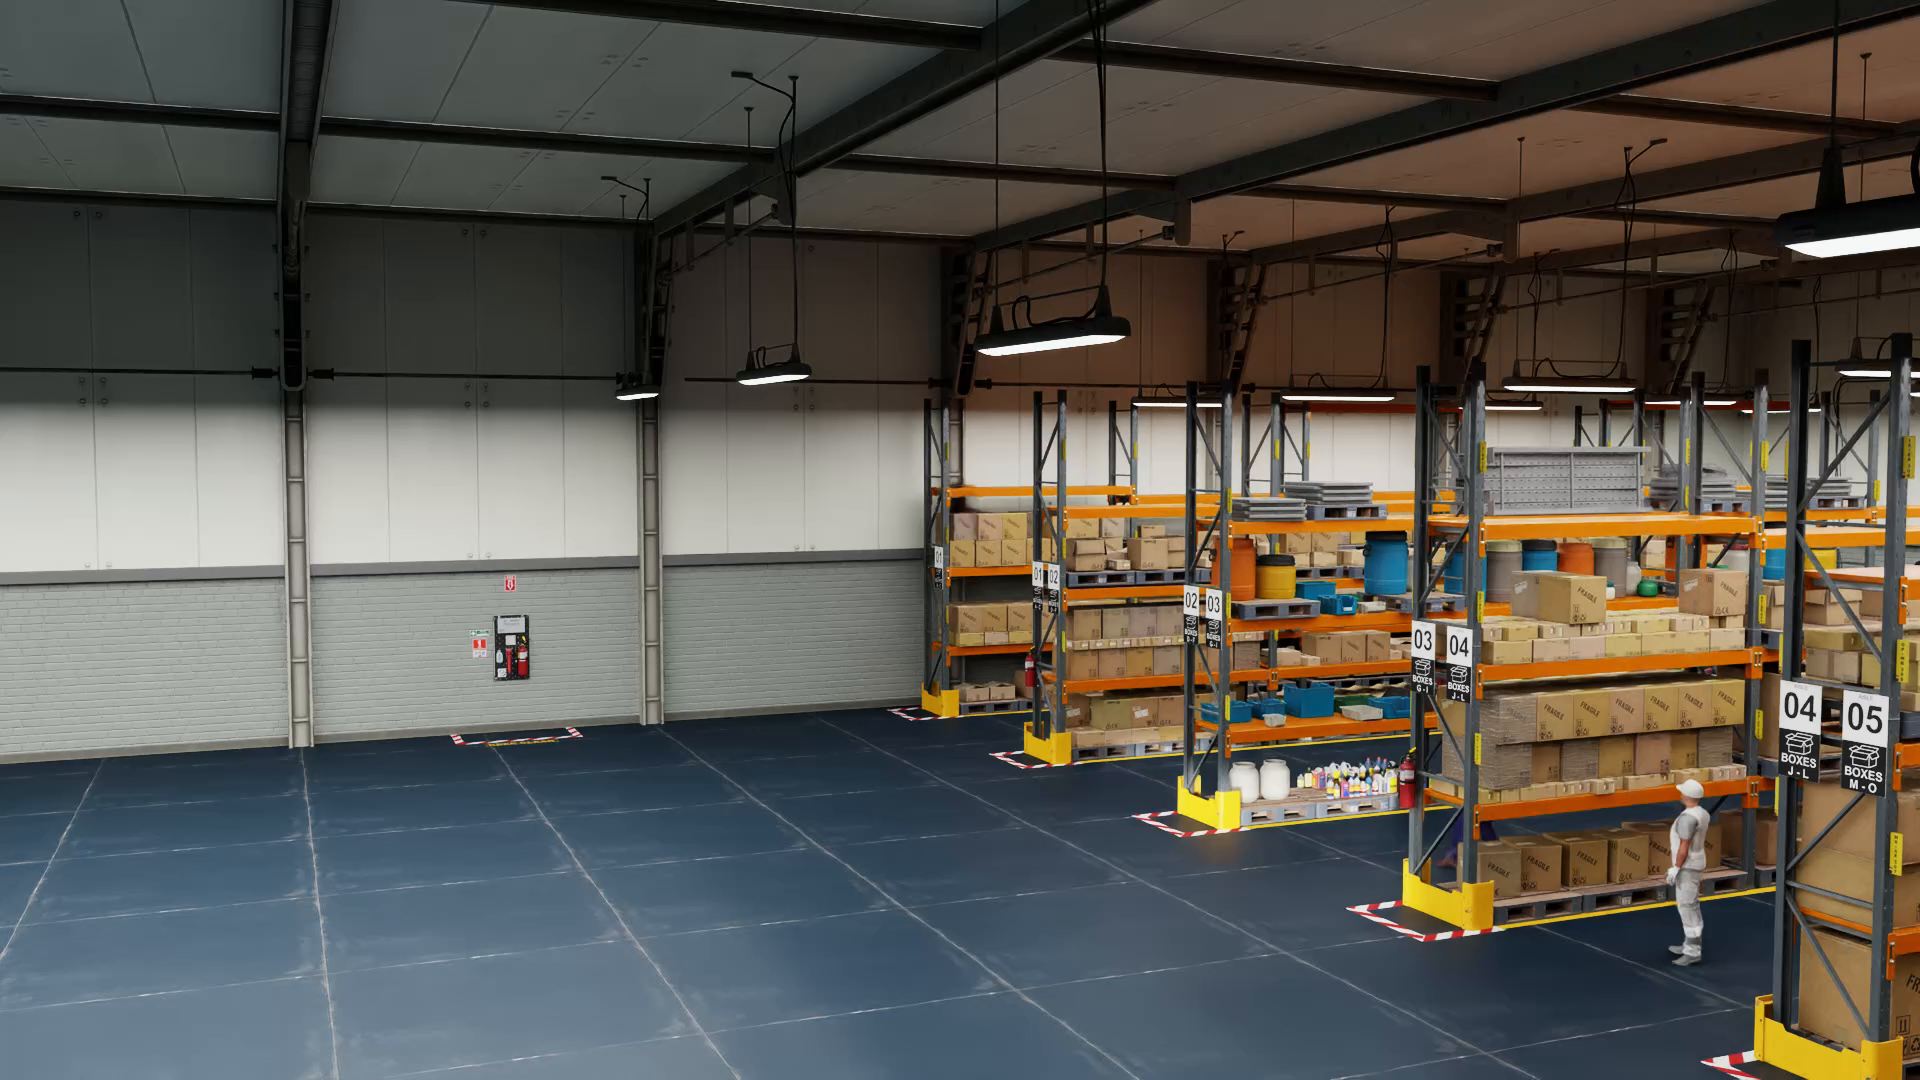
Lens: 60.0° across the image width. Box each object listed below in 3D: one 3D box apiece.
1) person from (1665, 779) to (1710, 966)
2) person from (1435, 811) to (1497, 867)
[{"bbox_3d":[7.256,3.298,16.603,0.393,1.833,0.541,2,4,25],"label":"person"},{"bbox_3d":[6.190,3.157,20.198,0.733,1.648,0.547,2,4,30],"label":"person"}]
